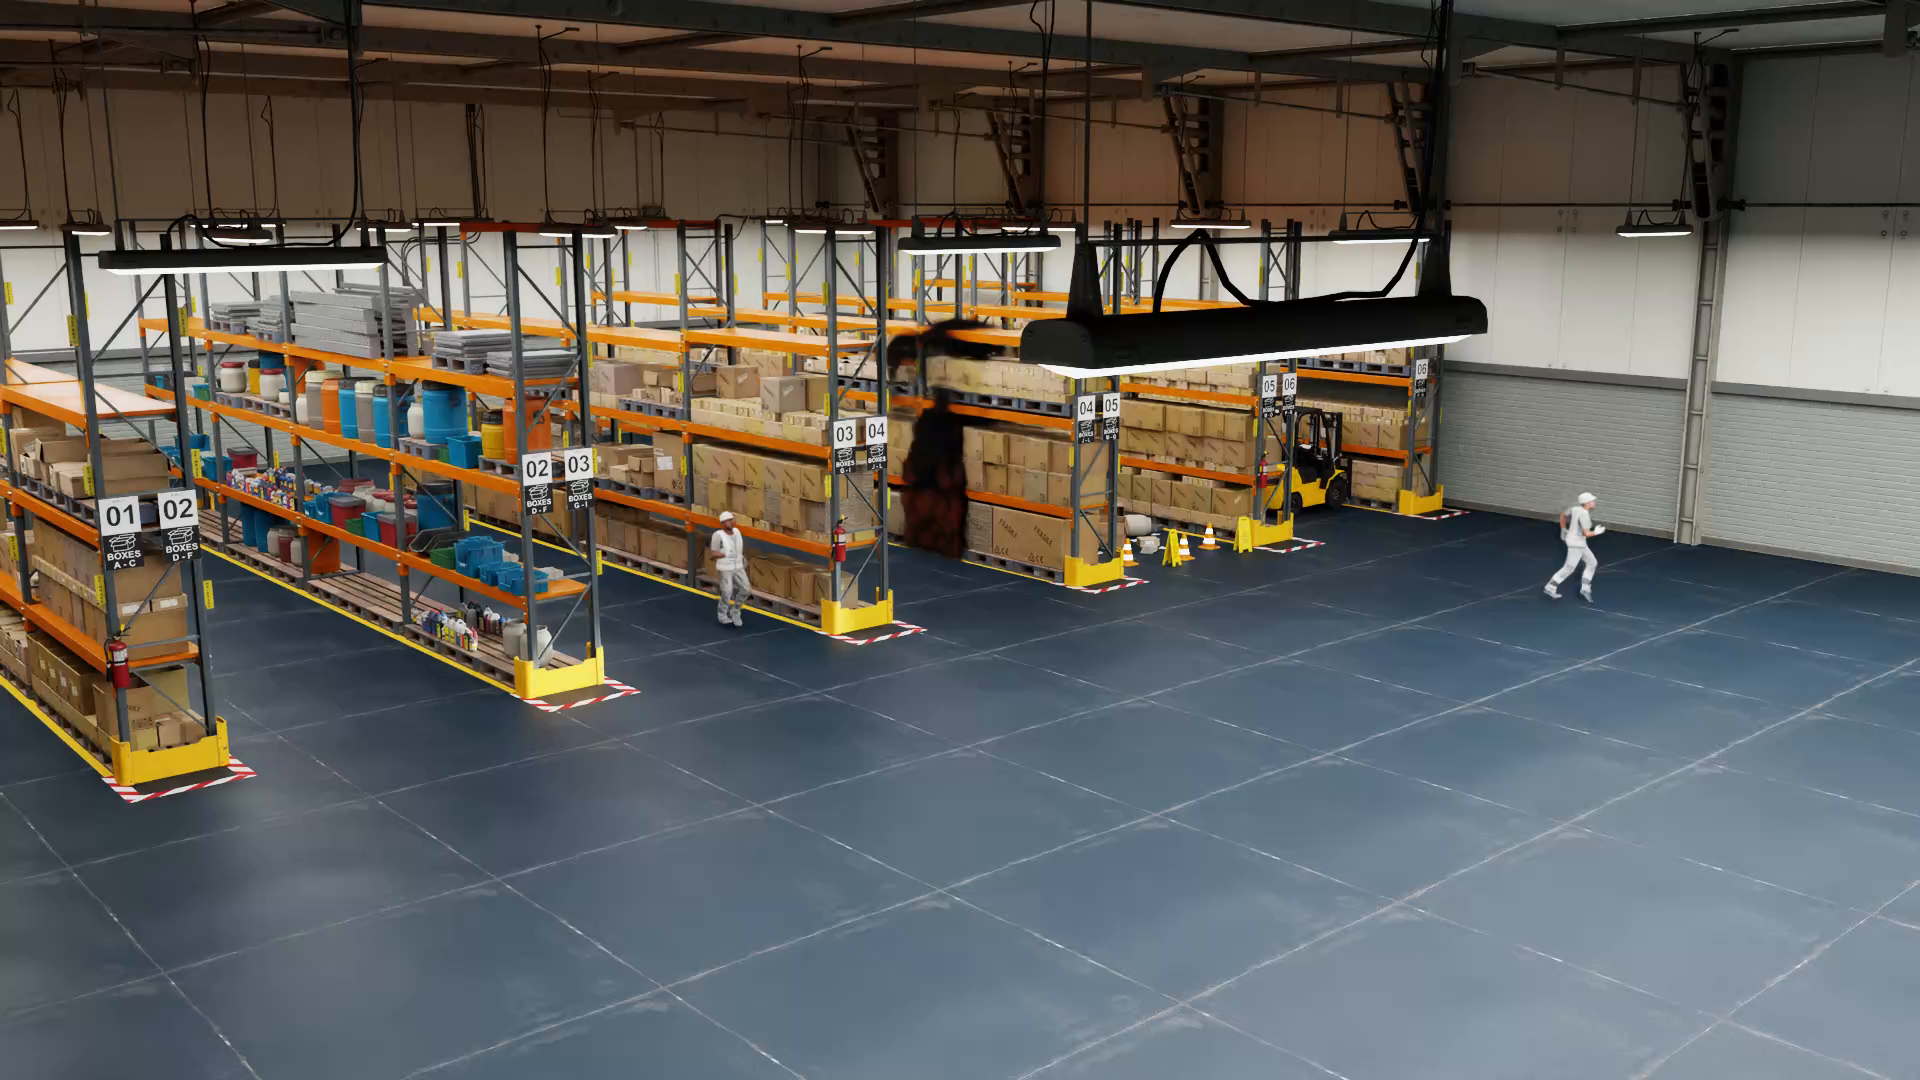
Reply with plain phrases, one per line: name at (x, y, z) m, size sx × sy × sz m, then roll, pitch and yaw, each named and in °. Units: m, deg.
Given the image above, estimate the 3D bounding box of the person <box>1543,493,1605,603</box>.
person at (9.887, 0.129, 26.747) m, size 0.865 × 1.814 × 0.693 m, roll 2°, pitch 12°, yaw 11°

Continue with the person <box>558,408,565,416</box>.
person at (-9.751, -2.550, 40.398) m, size 0.761 × 1.641 × 0.719 m, roll -8°, pitch 14°, yaw -36°

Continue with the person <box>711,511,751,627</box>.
person at (-3.436, 0.458, 25.141) m, size 0.658 × 1.792 × 0.654 m, roll -10°, pitch 15°, yaw -41°
